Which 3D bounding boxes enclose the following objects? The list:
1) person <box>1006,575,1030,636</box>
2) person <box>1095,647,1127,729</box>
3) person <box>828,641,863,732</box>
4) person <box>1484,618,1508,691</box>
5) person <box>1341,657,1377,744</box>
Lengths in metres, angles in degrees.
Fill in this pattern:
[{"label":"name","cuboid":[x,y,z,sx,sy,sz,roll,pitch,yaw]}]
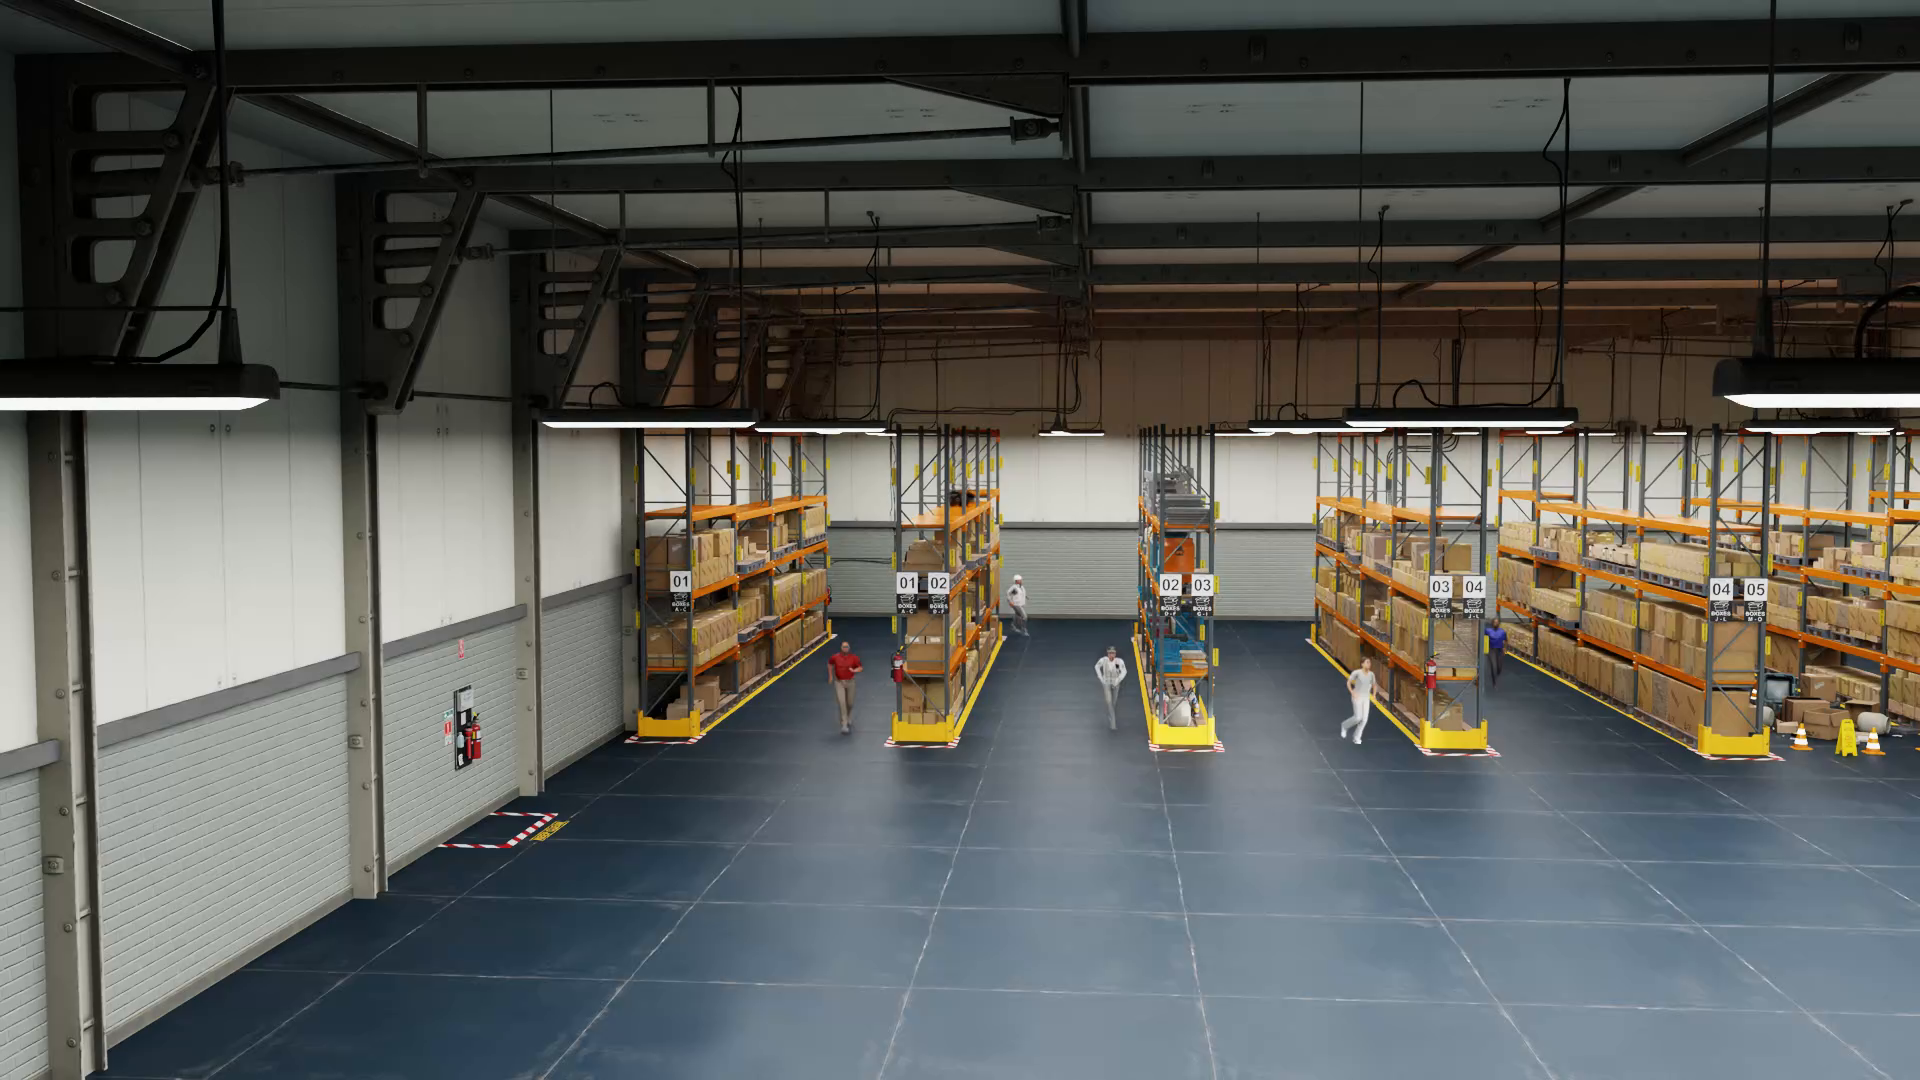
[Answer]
[{"label":"person","cuboid":[1.672,1.914,48.301,0.739,1.832,0.741,2,4,30]},{"label":"person","cuboid":[3.010,2.910,33.199,0.631,1.669,0.908,0,3,6]},{"label":"person","cuboid":[-2.250,2.845,32.662,0.660,1.722,0.990,-1,4,-10]},{"label":"person","cuboid":[12.266,2.594,38.144,0.590,1.640,0.743,0,3,5]},{"label":"person","cuboid":[7.584,3.009,31.420,0.608,1.607,0.590,-1,4,-19]}]
